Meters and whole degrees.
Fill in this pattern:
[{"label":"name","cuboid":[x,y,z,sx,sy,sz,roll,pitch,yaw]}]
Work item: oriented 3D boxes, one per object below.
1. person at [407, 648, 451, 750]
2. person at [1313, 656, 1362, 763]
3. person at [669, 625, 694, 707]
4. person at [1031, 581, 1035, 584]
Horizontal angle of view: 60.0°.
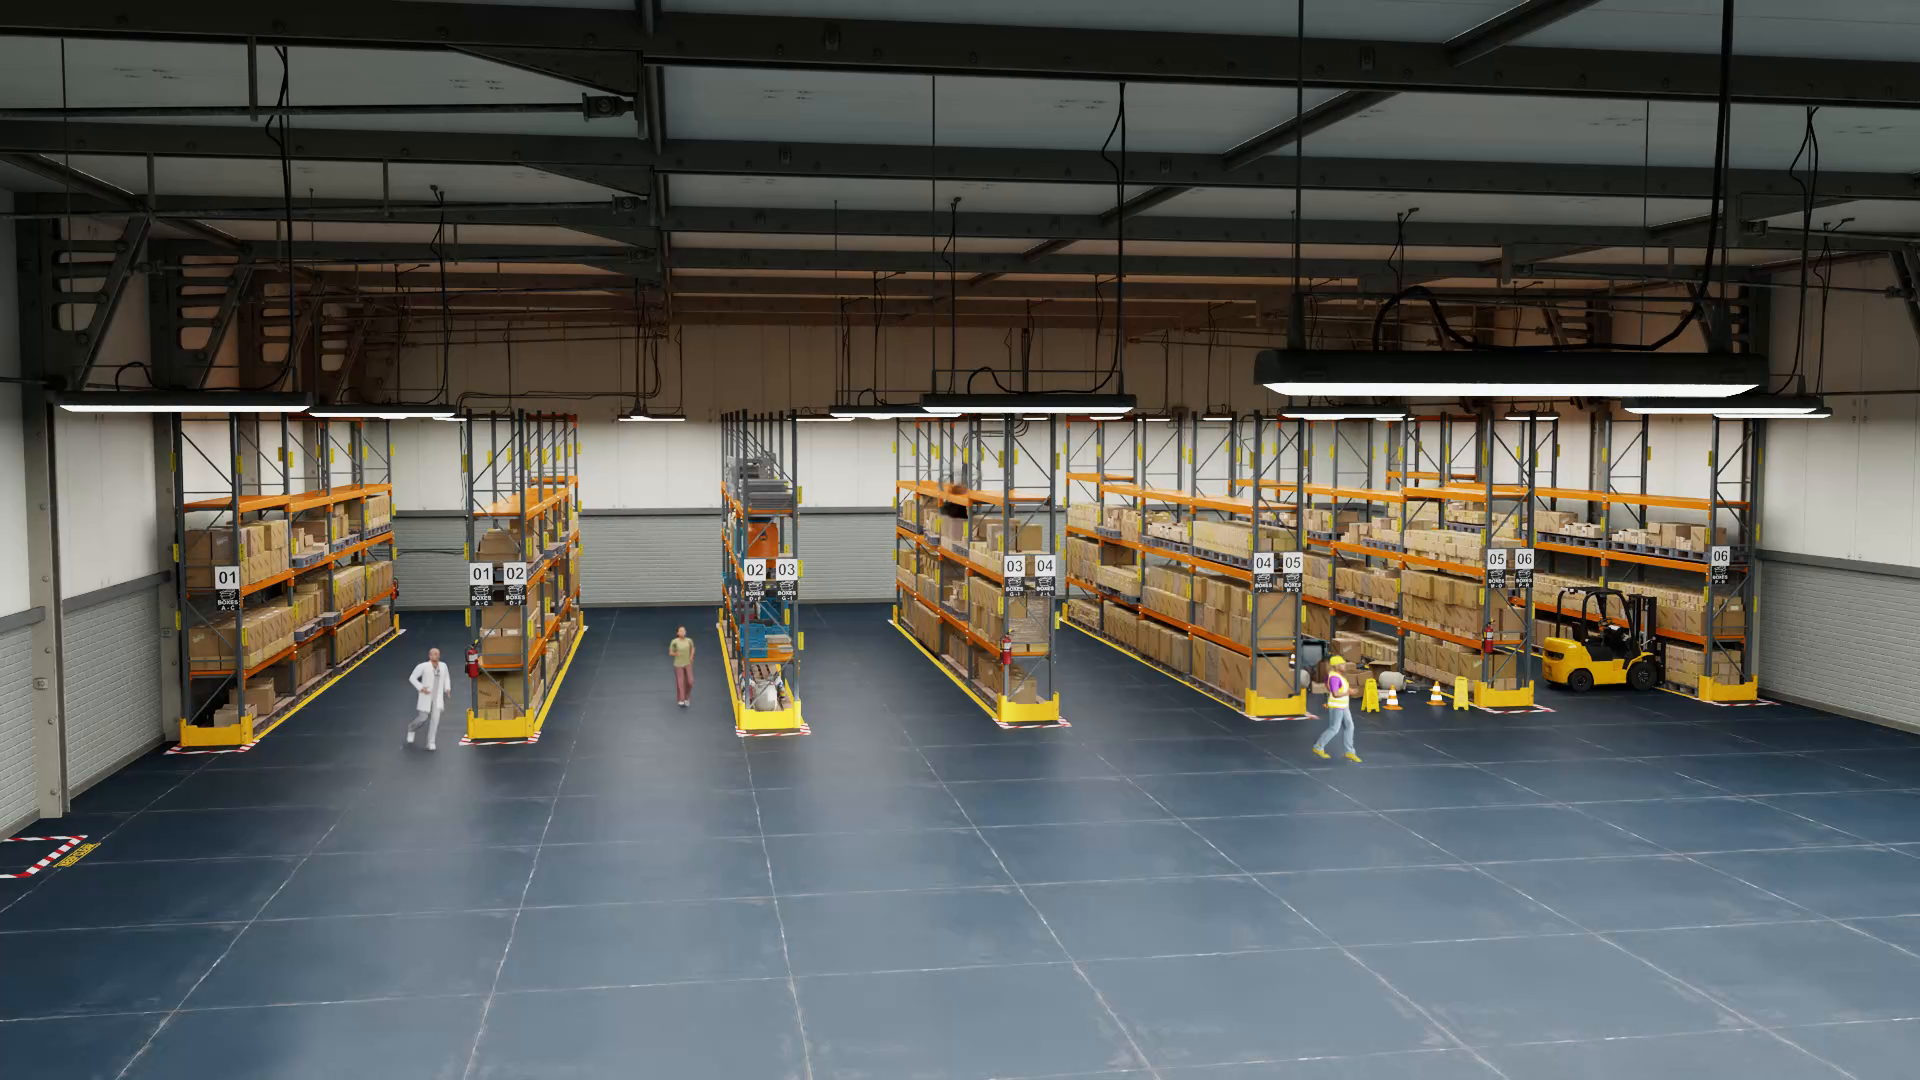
[{"label":"person","cuboid":[-9.352,2.791,29.491,0.774,1.728,0.983,-3,5,-40]},{"label":"person","cuboid":[6.397,2.860,28.137,0.815,1.810,0.682,2,4,25]},{"label":"person","cuboid":[-5.582,2.552,33.568,0.562,1.656,0.595,-2,4,-22]},{"label":"person","cuboid":[1.767,1.727,41.032,0.621,1.803,0.907,-1,4,-15]}]
